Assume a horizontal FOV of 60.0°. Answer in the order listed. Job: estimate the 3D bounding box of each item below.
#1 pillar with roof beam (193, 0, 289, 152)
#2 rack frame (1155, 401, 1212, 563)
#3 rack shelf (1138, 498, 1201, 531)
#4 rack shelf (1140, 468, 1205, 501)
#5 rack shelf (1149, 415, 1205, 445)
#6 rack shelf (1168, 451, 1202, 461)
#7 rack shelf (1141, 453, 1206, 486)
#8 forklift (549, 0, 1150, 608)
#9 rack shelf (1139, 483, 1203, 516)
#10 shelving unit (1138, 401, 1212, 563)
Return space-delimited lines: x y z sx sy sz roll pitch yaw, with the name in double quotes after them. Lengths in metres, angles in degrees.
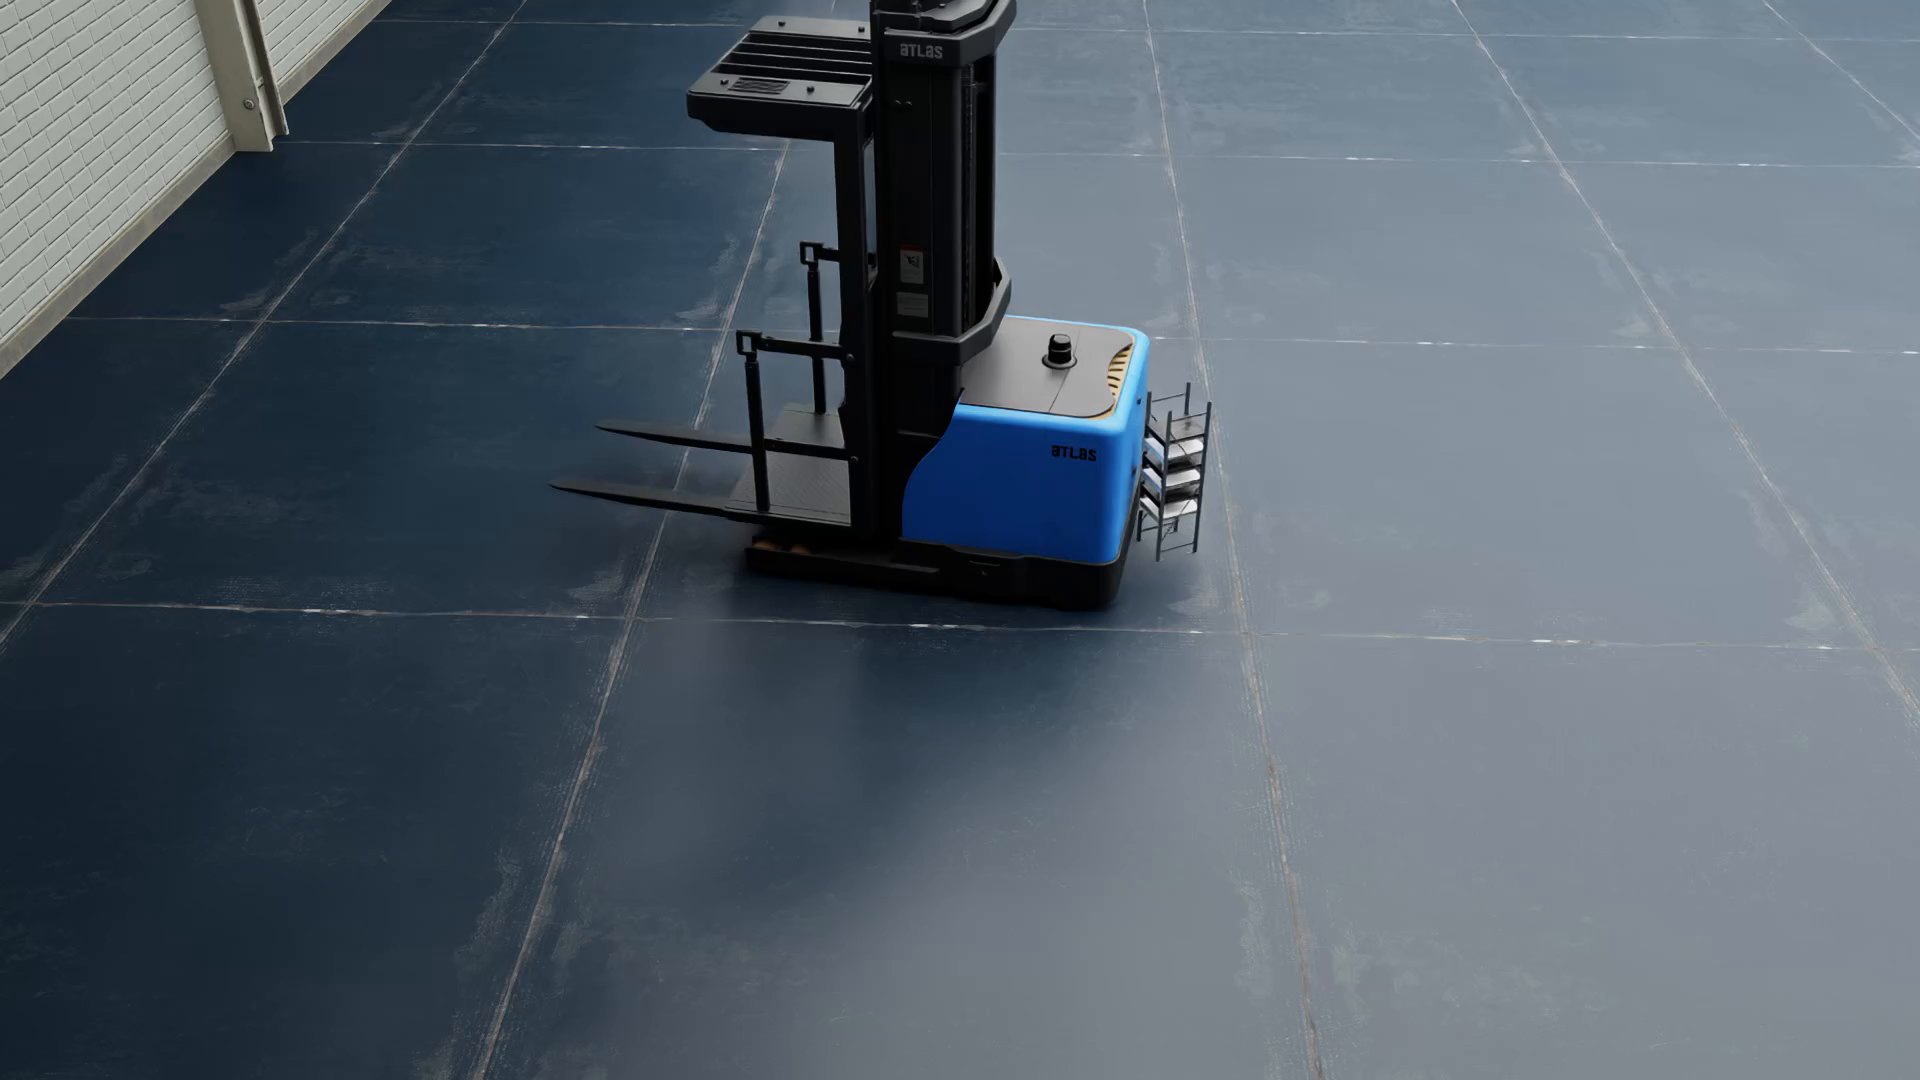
-1.244 -6.743 10.464 9.100 9.000 0.400 1 35 2 "pillar with roof beam"
1.113 -0.279 8.310 0.240 0.900 0.006 -14 37 -19 "rack frame"
1.073 -0.158 8.509 0.258 0.077 0.200 -14 37 -19 "rack shelf"
1.073 -0.305 8.405 0.258 0.077 0.200 -14 37 -19 "rack shelf"
1.073 -0.543 8.238 0.221 0.026 0.190 -14 37 -19 "rack shelf"
1.073 -0.465 8.293 0.199 0.015 0.184 -14 37 -19 "rack shelf"
1.073 -0.379 8.353 0.258 0.077 0.200 -14 37 -19 "rack shelf"
-0.610 -1.274 8.015 3.031 2.867 1.129 8 36 11 "forklift"
1.073 -0.231 8.457 0.258 0.077 0.200 -14 37 -19 "rack shelf"
1.074 -0.331 8.384 0.258 0.900 0.205 -14 37 -19 "shelving unit"
